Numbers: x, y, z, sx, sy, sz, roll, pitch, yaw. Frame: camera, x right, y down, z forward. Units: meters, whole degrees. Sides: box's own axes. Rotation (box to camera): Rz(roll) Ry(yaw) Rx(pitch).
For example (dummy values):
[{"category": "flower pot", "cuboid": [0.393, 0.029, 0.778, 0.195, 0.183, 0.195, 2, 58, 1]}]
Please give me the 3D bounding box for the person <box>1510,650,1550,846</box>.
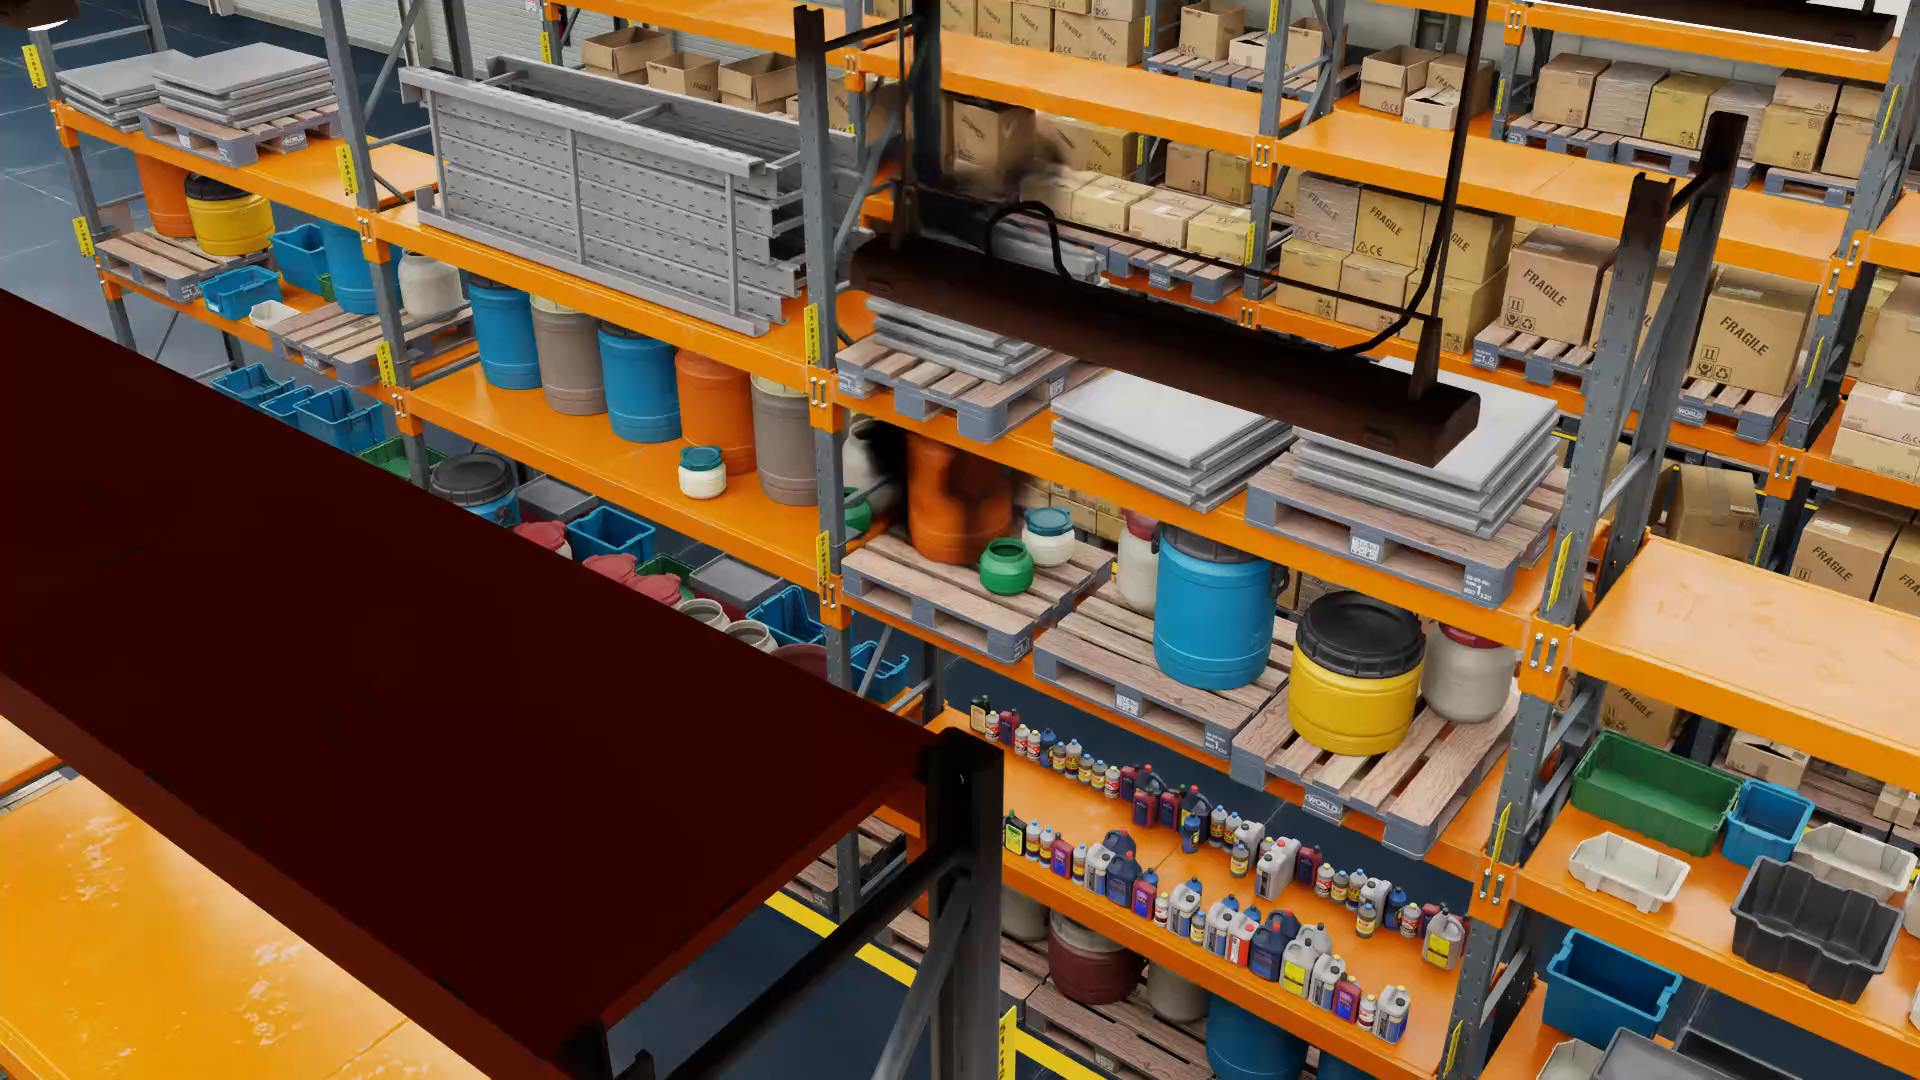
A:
[{"category": "person", "cuboid": [3.735, 1.382, 10.986, 0.691, 1.631, 0.597, 13, 34, 21]}]
